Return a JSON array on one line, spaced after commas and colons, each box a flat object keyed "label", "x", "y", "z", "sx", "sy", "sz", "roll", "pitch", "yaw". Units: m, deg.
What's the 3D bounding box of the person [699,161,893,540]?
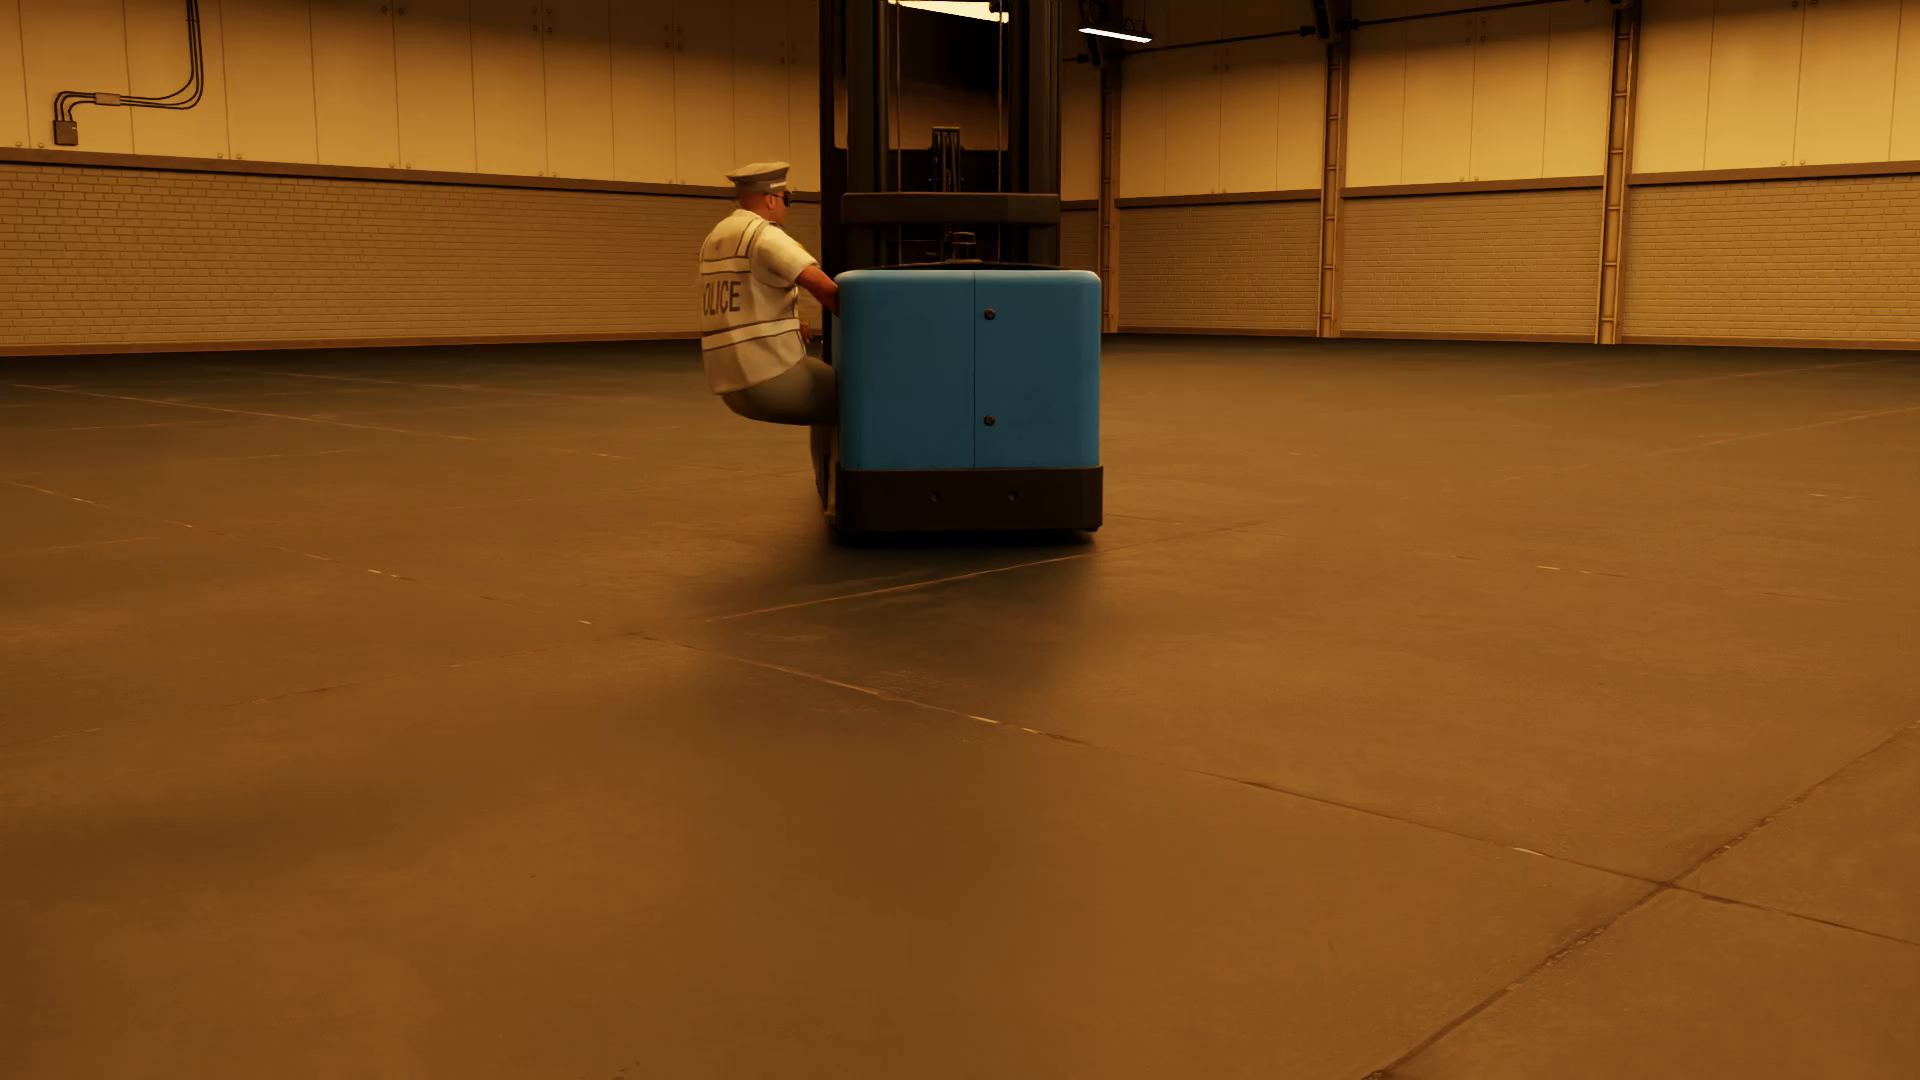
[{"label": "person", "x": -0.640, "y": -0.765, "z": 6.886, "sx": 0.819, "sy": 1.562, "sz": 0.887, "roll": 8, "pitch": 12, "yaw": 44}]

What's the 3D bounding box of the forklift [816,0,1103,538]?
[{"label": "forklift", "x": -0.117, "y": -1.639, "z": 7.760, "sx": 1.130, "sy": 2.935, "sz": 3.031, "roll": -1, "pitch": 9, "yaw": -7}]
